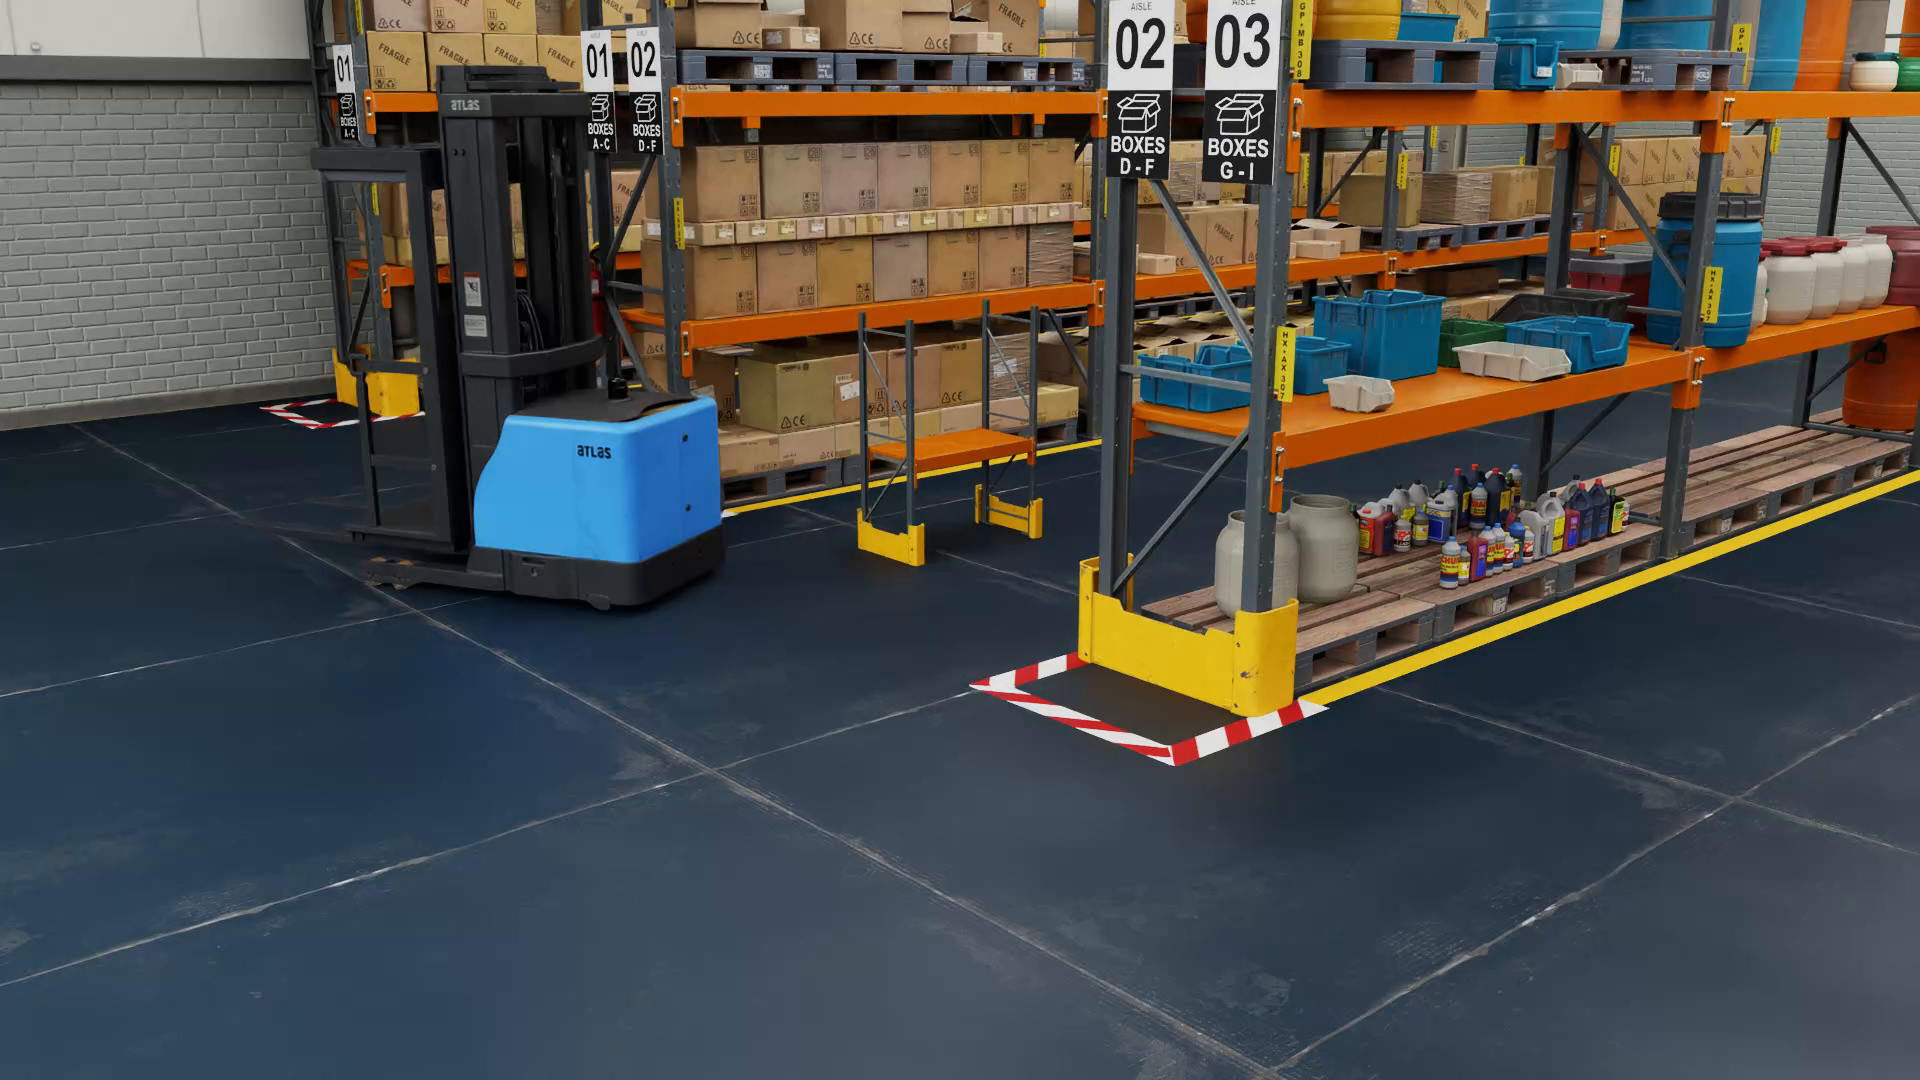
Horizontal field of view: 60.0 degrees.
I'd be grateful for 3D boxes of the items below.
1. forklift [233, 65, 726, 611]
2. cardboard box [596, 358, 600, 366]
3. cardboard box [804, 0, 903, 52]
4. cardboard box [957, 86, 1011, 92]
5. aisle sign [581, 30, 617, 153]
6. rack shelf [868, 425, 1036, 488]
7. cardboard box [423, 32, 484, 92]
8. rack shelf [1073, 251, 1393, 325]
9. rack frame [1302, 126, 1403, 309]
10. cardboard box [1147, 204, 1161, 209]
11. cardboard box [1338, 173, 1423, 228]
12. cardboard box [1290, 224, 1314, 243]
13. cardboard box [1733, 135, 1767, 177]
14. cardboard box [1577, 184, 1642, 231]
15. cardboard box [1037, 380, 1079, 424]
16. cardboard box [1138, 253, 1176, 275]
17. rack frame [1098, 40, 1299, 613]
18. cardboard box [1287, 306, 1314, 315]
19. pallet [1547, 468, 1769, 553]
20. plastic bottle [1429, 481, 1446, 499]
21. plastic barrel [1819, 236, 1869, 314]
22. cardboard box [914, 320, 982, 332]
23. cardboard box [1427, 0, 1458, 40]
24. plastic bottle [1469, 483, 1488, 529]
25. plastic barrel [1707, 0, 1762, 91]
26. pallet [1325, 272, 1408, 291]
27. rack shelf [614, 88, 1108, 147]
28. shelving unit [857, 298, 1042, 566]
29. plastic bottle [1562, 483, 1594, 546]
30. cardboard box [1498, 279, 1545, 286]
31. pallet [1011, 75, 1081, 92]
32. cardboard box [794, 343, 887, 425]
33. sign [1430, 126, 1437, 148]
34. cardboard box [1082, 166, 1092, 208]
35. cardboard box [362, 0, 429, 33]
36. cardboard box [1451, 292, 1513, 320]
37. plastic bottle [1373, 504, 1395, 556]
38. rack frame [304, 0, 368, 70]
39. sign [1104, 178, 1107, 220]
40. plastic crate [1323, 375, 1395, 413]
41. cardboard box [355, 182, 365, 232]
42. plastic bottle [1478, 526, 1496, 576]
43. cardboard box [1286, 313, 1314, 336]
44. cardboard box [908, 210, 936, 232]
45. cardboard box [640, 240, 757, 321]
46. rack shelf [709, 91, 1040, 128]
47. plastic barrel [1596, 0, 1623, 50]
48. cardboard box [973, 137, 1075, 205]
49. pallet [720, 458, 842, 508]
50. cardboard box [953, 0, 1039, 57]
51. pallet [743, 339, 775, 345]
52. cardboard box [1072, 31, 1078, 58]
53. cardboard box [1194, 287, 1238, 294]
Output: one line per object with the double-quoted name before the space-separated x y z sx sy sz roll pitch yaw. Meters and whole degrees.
"forklift" -2.976 -1.247 9.739 3.031 2.935 1.130 6 16 21
"cardboard box" -3.842 -1.988 16.372 0.500 0.500 0.700 -14 21 -43
"cardboard box" -0.752 -3.705 11.716 0.500 0.500 0.500 -13 19 -39
"cardboard box" 0.230 -5.269 18.985 0.500 0.311 0.500 -13 19 -39
"aisle sign" -2.427 -3.011 11.172 0.004 0.787 0.394 -13 19 -39
"rack shelf" -0.064 -0.536 10.549 1.000 0.185 0.538 -13 19 -39
"cardboard box" -4.594 -4.272 14.885 0.500 0.500 0.500 -11 19 -36
"rack shelf" 2.342 -2.378 15.233 4.000 0.370 1.077 -13 19 -39
"rack frame" 3.851 -3.064 16.408 0.127 3.000 1.000 -13 19 -39
"cardboard box" 2.349 -4.232 21.228 0.250 0.149 0.380 -12 19 -38
"cardboard box" 4.252 -3.444 16.823 0.700 0.500 0.500 8 17 28
"cardboard box" 3.049 -2.907 15.994 0.500 0.311 0.500 -13 20 -40
"cardboard box" 9.730 -4.822 20.857 0.500 0.500 0.500 -13 20 -40
"cardboard box" 7.431 -3.823 19.057 0.500 0.500 0.500 -12 19 -38
"cardboard box" 0.627 -1.140 13.719 0.500 0.250 0.500 -13 19 -39
"cardboard box" 1.636 -2.375 14.317 0.250 0.149 0.380 -13 19 -39
"rack frame" 1.064 -0.744 7.722 0.127 3.000 1.000 -13 19 -39
"cardboard box" 3.263 -2.178 16.519 0.500 0.311 0.500 -12 19 -38
"pallet" 4.649 -0.215 11.145 1.213 0.211 1.003 -13 19 -39
"plastic bottle" 2.906 -0.214 10.149 0.133 0.283 0.061 -12 19 -37
"plastic barrel" 6.146 -1.866 11.706 0.421 0.512 0.421 0 15 0
"cardboard box" -0.094 -1.519 13.687 0.500 0.500 0.500 -13 19 -39
"cardboard box" 4.569 -5.204 16.475 0.500 0.500 0.500 -13 19 -39
"plastic bottle" 3.170 -0.212 10.165 0.097 0.271 0.097 0 15 0
"plastic barrel" 4.816 -3.352 10.703 0.600 0.901 0.600 0 15 0
"pallet" 6.079 -3.885 24.886 1.213 0.211 1.003 -13 19 -39
"rack shelf" -0.676 -3.149 12.309 4.000 0.370 1.077 -13 19 -39
"shelving unit" -0.058 -0.712 10.508 1.083 1.500 0.587 -13 19 -39
"plastic bottle" 3.640 -0.156 9.804 0.185 0.351 0.144 -14 20 -42
"cardboard box" 6.343 -2.712 19.082 0.500 0.500 0.500 -14 20 -42
"pallet" 1.047 -5.505 20.101 1.003 0.211 1.213 -12 19 -37
"cardboard box" -0.889 -1.165 12.362 0.500 0.500 0.500 -13 19 -39
"sign" 6.977 -5.949 24.506 0.005 0.325 0.100 -13 19 -39
"cardboard box" 1.532 -4.349 20.409 0.500 0.500 0.500 -12 19 -38
"cardboard box" -4.989 -4.681 14.479 0.500 0.500 0.500 14 21 43
"cardboard box" 5.545 -2.354 17.740 0.500 0.500 0.500 -14 20 -41
"plastic bottle" 2.440 -0.057 9.563 0.133 0.283 0.061 -13 19 -39
"rack frame" -5.439 -5.571 14.169 0.127 3.000 1.000 -13 19 -39
"sign" 1.199 -2.735 13.346 0.005 0.325 0.100 -13 19 -39
"plastic crate" 1.951 -0.705 8.089 0.250 0.136 0.298 -13 19 -39
"cardboard box" -5.223 -3.093 15.317 0.500 0.500 0.500 -13 20 -40
"plastic bottle" 2.895 0.057 9.158 0.097 0.271 0.097 0 15 0
"cardboard box" 3.229 -1.983 15.791 0.500 0.311 0.500 -13 20 -40
"cardboard box" -0.389 -2.400 12.472 0.250 0.149 0.380 -12 19 -38
"cardboard box" -1.824 -1.834 11.609 0.500 0.500 0.700 -13 19 -39
"rack shelf" -0.913 -4.791 18.454 4.000 0.370 1.077 -13 19 -39
"plastic barrel" 3.628 -3.093 9.673 0.421 0.512 0.421 0 15 0
"cardboard box" 0.502 -2.985 13.405 0.500 0.500 0.700 -13 19 -39
"pallet" -1.635 -0.499 12.210 1.213 0.211 1.003 -13 19 -39
"cardboard box" 0.280 -4.120 13.272 0.500 0.500 0.500 -11 18 -35
"pallet" -1.835 -2.135 18.334 1.213 0.211 1.003 -13 19 -39
"cardboard box" 1.289 -5.931 20.283 0.500 0.500 0.700 -14 20 -42
"cardboard box" 3.208 -3.734 22.269 0.750 0.750 0.750 -12 19 -39
